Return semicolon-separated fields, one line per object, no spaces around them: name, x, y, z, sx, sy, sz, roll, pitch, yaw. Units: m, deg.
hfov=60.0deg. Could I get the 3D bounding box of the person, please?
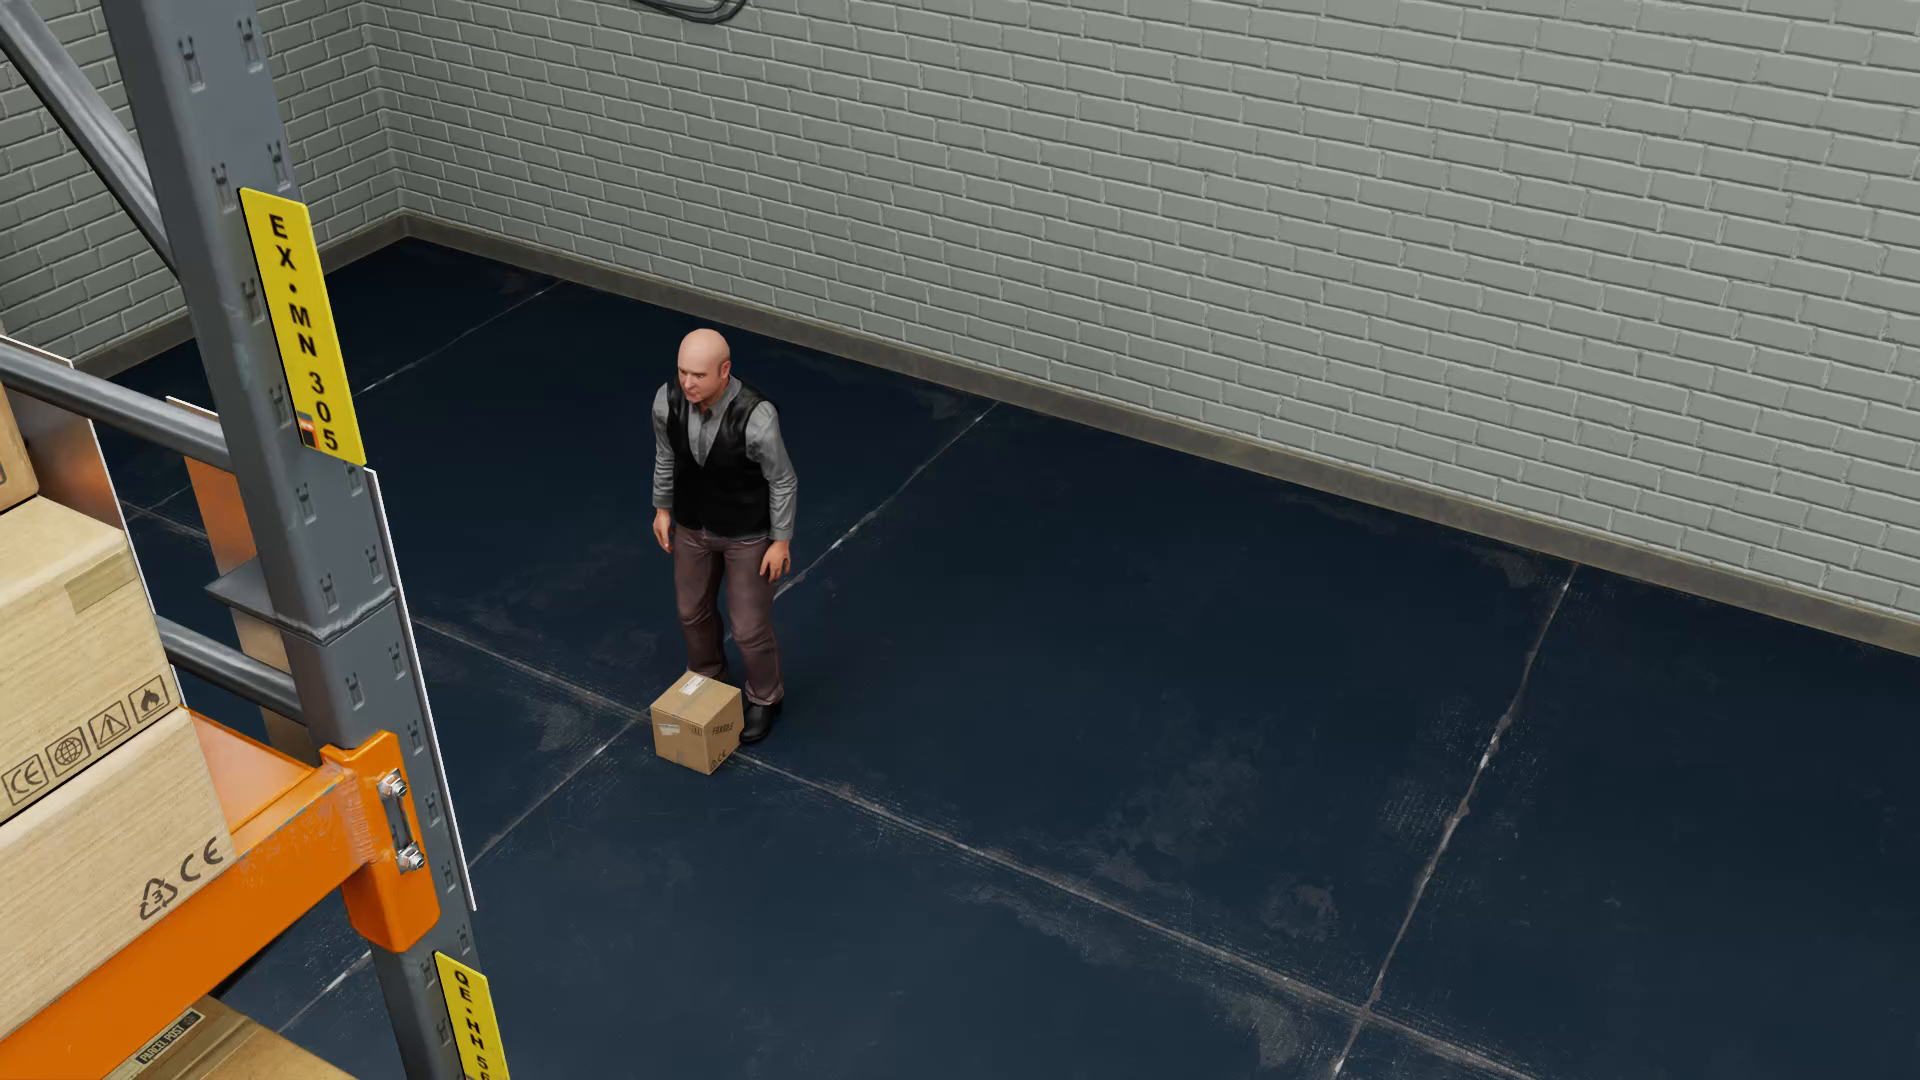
person;-0.872;-0.041;6.225;0.593;1.721;0.421;15;37;21
